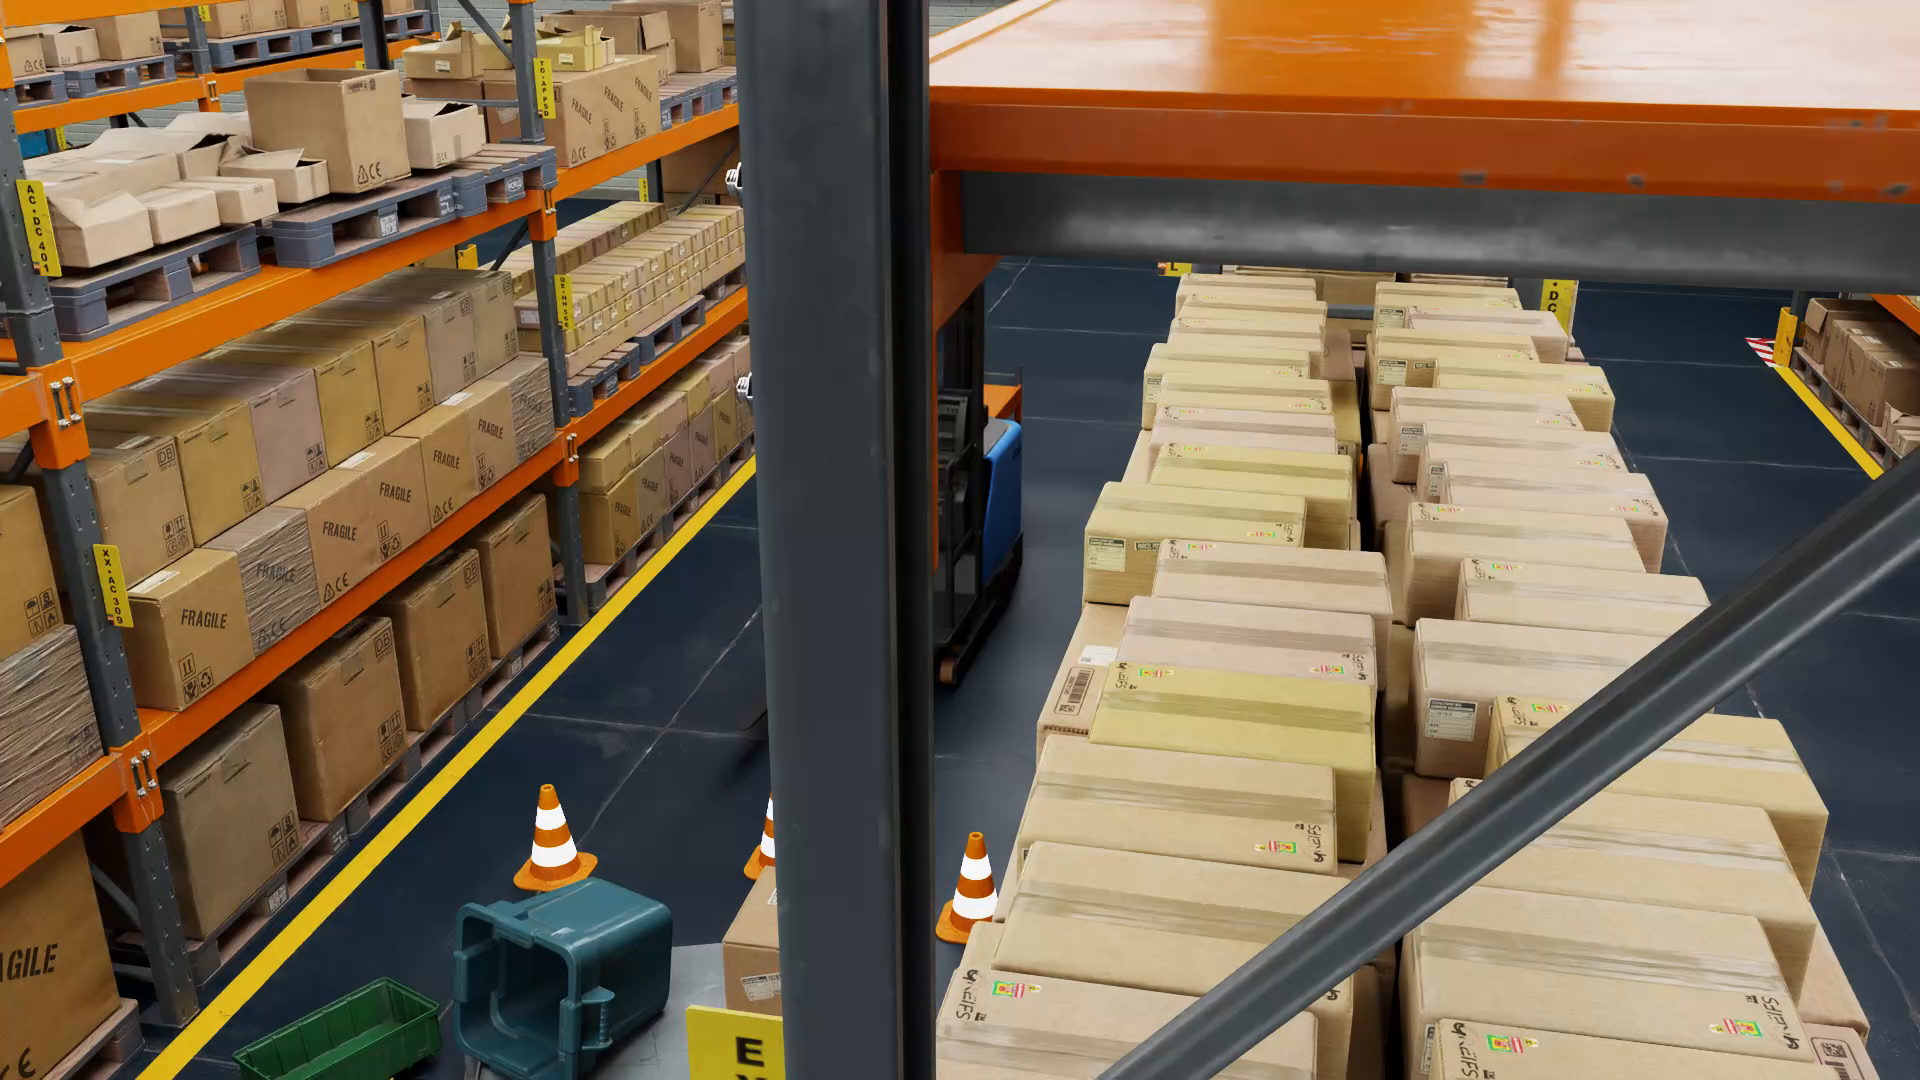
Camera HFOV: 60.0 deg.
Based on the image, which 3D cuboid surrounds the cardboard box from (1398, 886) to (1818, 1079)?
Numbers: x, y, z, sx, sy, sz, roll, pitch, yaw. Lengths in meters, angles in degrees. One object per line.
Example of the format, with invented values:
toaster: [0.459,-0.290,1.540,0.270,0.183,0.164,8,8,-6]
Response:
cardboard box: [0.683,0.518,1.806,0.380,0.149,0.250,4,22,11]

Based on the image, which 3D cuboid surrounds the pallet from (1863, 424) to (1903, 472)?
pallet: [7.824,-0.599,13.058,1.003,0.211,1.213,4,22,11]

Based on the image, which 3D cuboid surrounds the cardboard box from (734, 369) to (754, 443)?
cardboard box: [-1.948,-1.104,13.364,0.500,0.500,0.500,4,22,10]

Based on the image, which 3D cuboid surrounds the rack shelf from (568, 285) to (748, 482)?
rack shelf: [-2.452,-1.293,12.013,1.077,0.370,4.000,4,22,11]

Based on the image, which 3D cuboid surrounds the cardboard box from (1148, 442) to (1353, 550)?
cardboard box: [0.571,-0.072,3.271,0.380,0.149,0.250,5,22,12]

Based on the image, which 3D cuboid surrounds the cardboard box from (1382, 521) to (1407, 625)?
cardboard box: [1.055,0.187,3.162,0.500,0.250,0.500,5,22,12]

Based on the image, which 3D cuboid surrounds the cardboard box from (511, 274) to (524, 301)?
cardboard box: [-3.102,-1.652,10.917,0.380,0.149,0.250,5,23,13]

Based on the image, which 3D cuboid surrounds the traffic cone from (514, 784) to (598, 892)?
traffic cone: [-1.924,1.369,7.836,0.336,0.463,0.334,4,22,11]

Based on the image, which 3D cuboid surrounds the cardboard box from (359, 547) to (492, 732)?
cardboard box: [-3.247,0.489,9.074,1.050,0.750,0.750,5,22,12]

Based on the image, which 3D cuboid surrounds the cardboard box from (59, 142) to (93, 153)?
cardboard box: [-7.001,-3.051,13.938,0.797,0.503,0.637,4,22,10]

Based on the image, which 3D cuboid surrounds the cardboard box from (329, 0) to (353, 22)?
cardboard box: [-6.407,-5.332,16.232,0.700,0.500,0.500,3,22,7]

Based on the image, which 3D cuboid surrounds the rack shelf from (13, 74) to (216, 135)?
rack shelf: [-7.286,-3.100,12.483,1.077,0.370,4.000,4,22,11]

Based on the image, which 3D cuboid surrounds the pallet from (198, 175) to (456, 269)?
pallet: [-3.164,-1.551,7.927,1.003,0.211,1.213,6,23,13]

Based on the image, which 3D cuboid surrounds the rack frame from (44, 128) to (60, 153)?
rack frame: [-10.911,-4.614,19.295,1.000,3.000,0.127,4,22,11]

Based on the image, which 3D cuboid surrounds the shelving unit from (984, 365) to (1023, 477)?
shelving unit: [0.066,-0.573,11.770,0.538,1.125,1.048,6,23,14]

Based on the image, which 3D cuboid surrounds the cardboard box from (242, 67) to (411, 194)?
cardboard box: [-2.940,-1.918,7.755,0.500,0.500,0.500,4,22,11]

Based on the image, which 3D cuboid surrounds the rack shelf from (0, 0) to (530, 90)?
rack shelf: [-3.268,-2.428,7.335,1.077,0.370,4.000,4,22,11]

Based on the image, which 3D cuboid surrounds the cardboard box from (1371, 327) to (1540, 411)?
cardboard box: [1.221,-0.415,4.124,0.380,0.149,0.250,5,22,12]

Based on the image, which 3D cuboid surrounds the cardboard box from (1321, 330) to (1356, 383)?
cardboard box: [0.833,-0.412,4.649,0.500,0.250,0.500,4,22,10]

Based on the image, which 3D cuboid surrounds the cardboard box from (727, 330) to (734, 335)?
cardboard box: [-2.212,-1.753,14.650,0.380,0.149,0.250,5,22,12]

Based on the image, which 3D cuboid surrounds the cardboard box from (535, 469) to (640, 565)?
cardboard box: [-2.466,-0.170,11.045,0.500,0.500,0.500,4,22,9]

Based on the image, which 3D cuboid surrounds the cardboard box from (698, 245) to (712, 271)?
cardboard box: [-2.089,-2.127,12.496,0.380,0.149,0.250,4,22,9]

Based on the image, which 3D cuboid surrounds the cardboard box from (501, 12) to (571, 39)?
cardboard box: [-2.789,-3.328,10.929,0.396,0.266,0.258,4,22,11]

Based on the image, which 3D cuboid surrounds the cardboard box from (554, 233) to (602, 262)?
cardboard box: [-2.837,-2.131,12.107,0.380,0.149,0.250,5,23,13]

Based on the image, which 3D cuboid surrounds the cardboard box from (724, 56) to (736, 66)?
cardboard box: [-1.691,-3.830,13.533,0.500,0.250,0.500,6,23,14]

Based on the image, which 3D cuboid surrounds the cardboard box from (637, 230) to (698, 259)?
cardboard box: [-2.150,-2.173,12.211,0.380,0.149,0.250,4,22,9]

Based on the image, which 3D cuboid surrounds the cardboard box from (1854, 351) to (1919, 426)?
cardboard box: [7.857,-1.234,13.685,0.700,0.500,0.500,4,22,9]

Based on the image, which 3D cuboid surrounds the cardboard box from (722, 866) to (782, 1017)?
cardboard box: [-0.558,1.591,6.220,0.500,0.500,0.500,4,22,11]

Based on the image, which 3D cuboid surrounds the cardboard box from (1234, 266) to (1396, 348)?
cardboard box: [1.168,-0.834,5.532,0.500,0.250,0.500,4,22,10]

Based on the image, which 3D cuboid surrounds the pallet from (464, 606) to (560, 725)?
pallet: [-3.094,0.680,9.882,1.003,0.211,1.213,4,22,11]

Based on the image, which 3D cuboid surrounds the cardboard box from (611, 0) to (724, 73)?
cardboard box: [-2.228,-3.861,12.714,0.700,0.500,0.500,4,22,11]

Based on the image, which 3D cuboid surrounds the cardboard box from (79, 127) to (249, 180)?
cardboard box: [-3.533,-1.682,7.423,0.500,0.311,0.500,4,22,9]

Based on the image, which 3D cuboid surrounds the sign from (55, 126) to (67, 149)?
sign: [-10.369,-4.654,19.175,0.100,0.325,0.005,4,22,11]

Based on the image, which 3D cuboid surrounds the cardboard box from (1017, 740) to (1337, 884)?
cardboard box: [0.279,0.393,2.115,0.380,0.149,0.250,4,22,10]

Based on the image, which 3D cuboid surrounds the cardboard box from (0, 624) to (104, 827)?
cardboard box: [-3.739,0.633,6.065,0.875,0.550,0.550,4,22,11]

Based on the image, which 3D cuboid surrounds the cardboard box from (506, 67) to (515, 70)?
cardboard box: [-2.903,-2.746,10.507,0.500,0.500,0.500,4,22,11]

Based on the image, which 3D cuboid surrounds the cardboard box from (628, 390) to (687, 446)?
cardboard box: [-2.265,-0.878,11.799,0.500,0.250,0.500,5,22,11]

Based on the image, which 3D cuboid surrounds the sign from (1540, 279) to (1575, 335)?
sign: [1.723,-0.685,4.832,0.100,0.325,0.005,4,22,11]

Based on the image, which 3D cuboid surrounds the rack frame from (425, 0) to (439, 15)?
rack frame: [-6.062,-7.019,17.237,1.000,3.000,0.127,4,22,11]

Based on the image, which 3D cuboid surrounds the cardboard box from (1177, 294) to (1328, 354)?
cardboard box: [0.782,-0.550,4.457,0.380,0.149,0.250,5,23,13]

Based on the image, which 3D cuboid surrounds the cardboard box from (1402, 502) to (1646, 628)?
cardboard box: [0.988,0.057,2.950,0.380,0.149,0.250,5,22,12]

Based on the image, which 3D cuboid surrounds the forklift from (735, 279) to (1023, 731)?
forklift: [-0.464,-0.669,9.592,1.130,2.935,3.031,6,23,14]

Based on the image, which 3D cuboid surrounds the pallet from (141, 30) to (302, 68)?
pallet: [-6.701,-4.422,14.923,1.003,0.211,1.213,4,22,11]

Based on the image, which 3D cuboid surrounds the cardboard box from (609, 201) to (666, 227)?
cardboard box: [-2.574,-2.604,13.282,0.380,0.149,0.250,6,23,14]

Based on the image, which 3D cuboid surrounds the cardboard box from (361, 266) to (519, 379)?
cardboard box: [-2.961,-1.243,9.451,0.700,0.500,0.500,4,22,11]

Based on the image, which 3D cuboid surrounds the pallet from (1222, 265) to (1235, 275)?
pallet: [1.630,-0.994,6.543,1.213,0.211,1.003,4,22,11]

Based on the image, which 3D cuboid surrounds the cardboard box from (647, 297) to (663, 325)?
cardboard box: [-2.302,-1.607,11.604,0.380,0.149,0.250,5,22,12]

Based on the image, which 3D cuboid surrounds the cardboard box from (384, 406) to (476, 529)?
cardboard box: [-2.894,-0.392,8.677,0.500,0.500,0.500,4,22,10]

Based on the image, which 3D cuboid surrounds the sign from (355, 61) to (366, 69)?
sign: [-3.390,-2.569,9.510,0.100,0.325,0.005,4,22,11]

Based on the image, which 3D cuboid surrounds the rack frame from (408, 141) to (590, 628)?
rack frame: [-2.860,-0.896,10.063,1.000,3.000,0.127,4,22,11]

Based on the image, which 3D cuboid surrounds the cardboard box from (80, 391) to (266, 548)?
cardboard box: [-3.477,-0.313,7.144,0.700,0.500,0.500,4,22,10]

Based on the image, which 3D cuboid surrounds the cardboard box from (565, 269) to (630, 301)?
cardboard box: [-2.414,-1.689,11.010,0.380,0.149,0.250,4,22,9]

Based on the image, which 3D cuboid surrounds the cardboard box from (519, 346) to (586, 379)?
cardboard box: [-2.571,-1.122,10.399,0.380,0.149,0.250,4,22,10]

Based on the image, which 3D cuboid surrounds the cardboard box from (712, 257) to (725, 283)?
cardboard box: [-2.036,-2.091,12.803,0.380,0.149,0.250,4,22,11]

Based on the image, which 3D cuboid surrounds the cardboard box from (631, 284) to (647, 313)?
cardboard box: [-2.357,-1.654,11.321,0.380,0.149,0.250,4,22,11]

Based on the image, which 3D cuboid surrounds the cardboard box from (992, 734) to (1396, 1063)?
cardboard box: [0.332,0.520,2.335,0.500,0.250,0.500,4,22,10]
